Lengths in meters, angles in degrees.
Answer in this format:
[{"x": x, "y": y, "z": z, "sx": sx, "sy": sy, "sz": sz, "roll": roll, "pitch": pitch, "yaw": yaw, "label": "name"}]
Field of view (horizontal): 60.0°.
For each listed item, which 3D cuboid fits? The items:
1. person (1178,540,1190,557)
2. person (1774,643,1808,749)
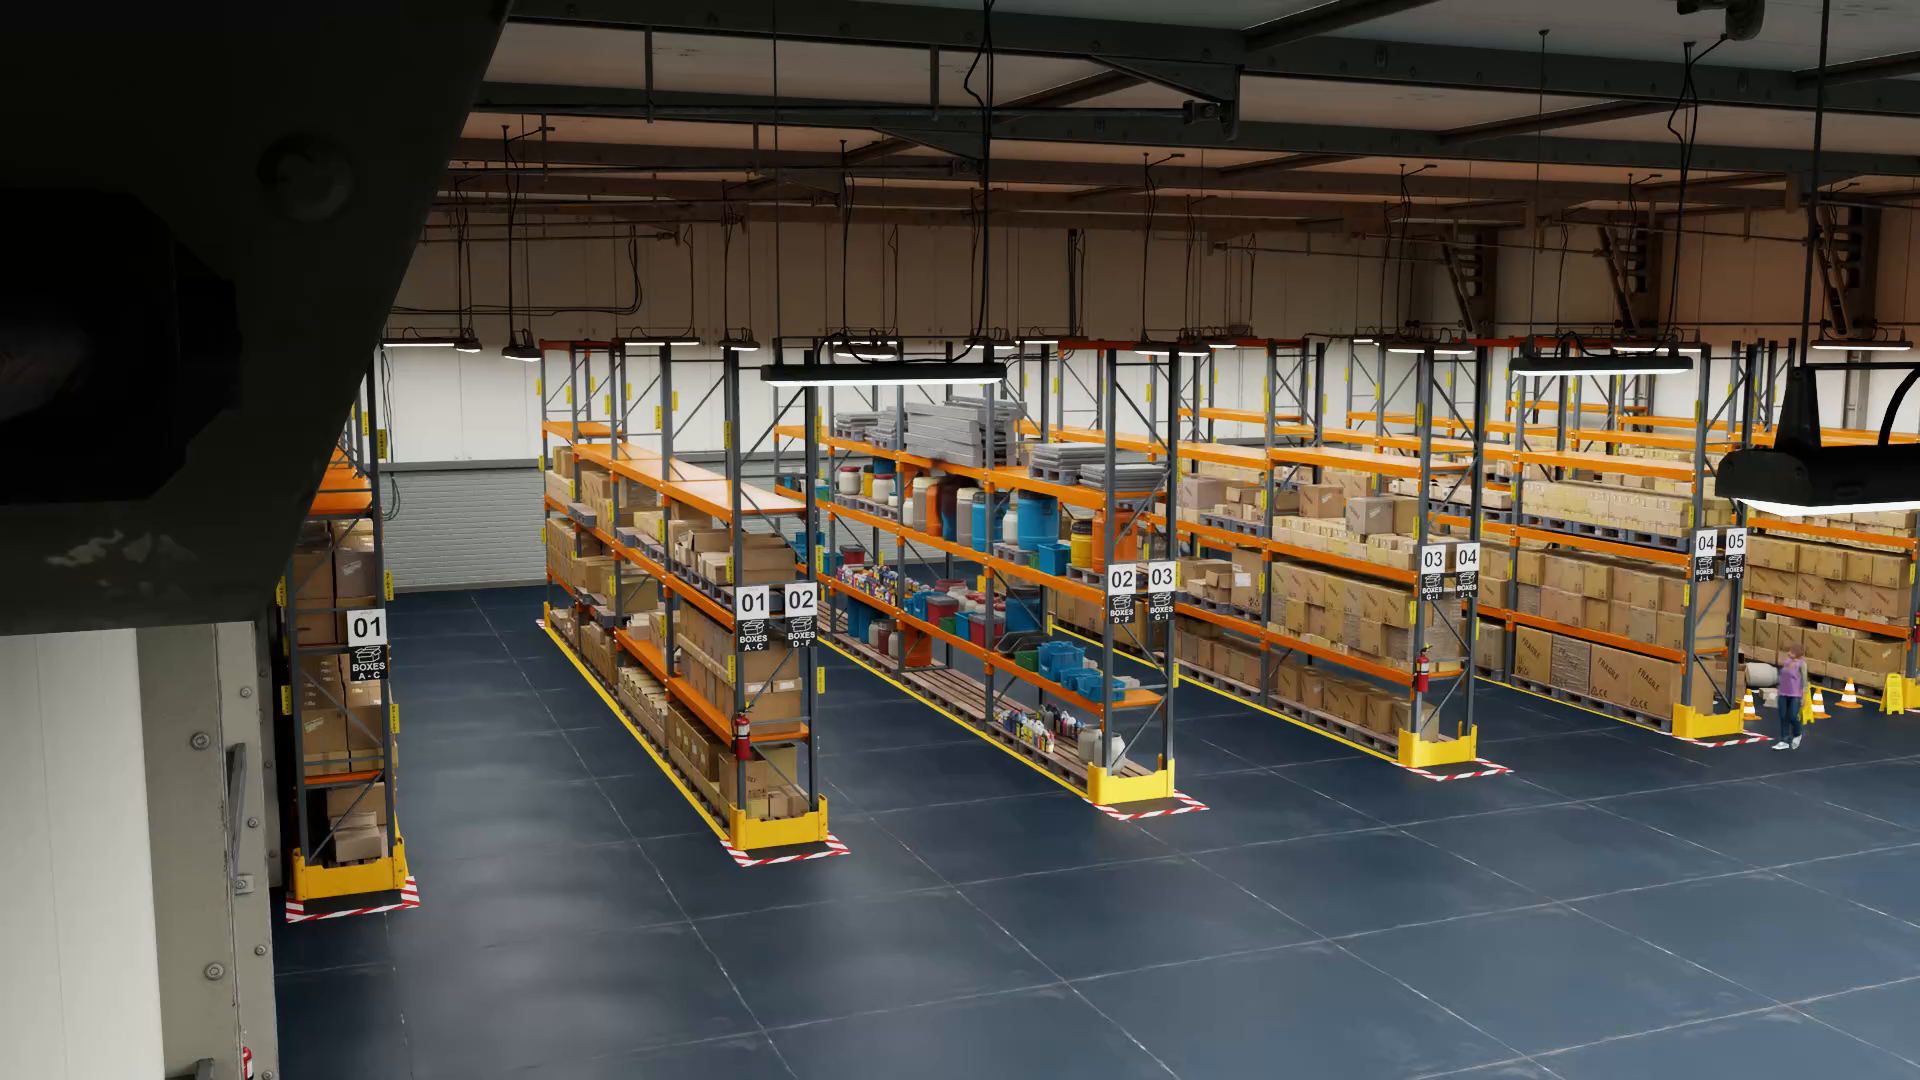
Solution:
[{"x": 5.743, "y": -0.158, "z": 43.089, "sx": 0.541, "sy": 1.752, "sz": 0.619, "roll": 4, "pitch": 9, "yaw": 30, "label": "person"}, {"x": 12.343, "y": 2.325, "z": 24.696, "sx": 0.419, "sy": 1.593, "sz": 0.452, "roll": -7, "pitch": 10, "yaw": -41, "label": "person"}]
